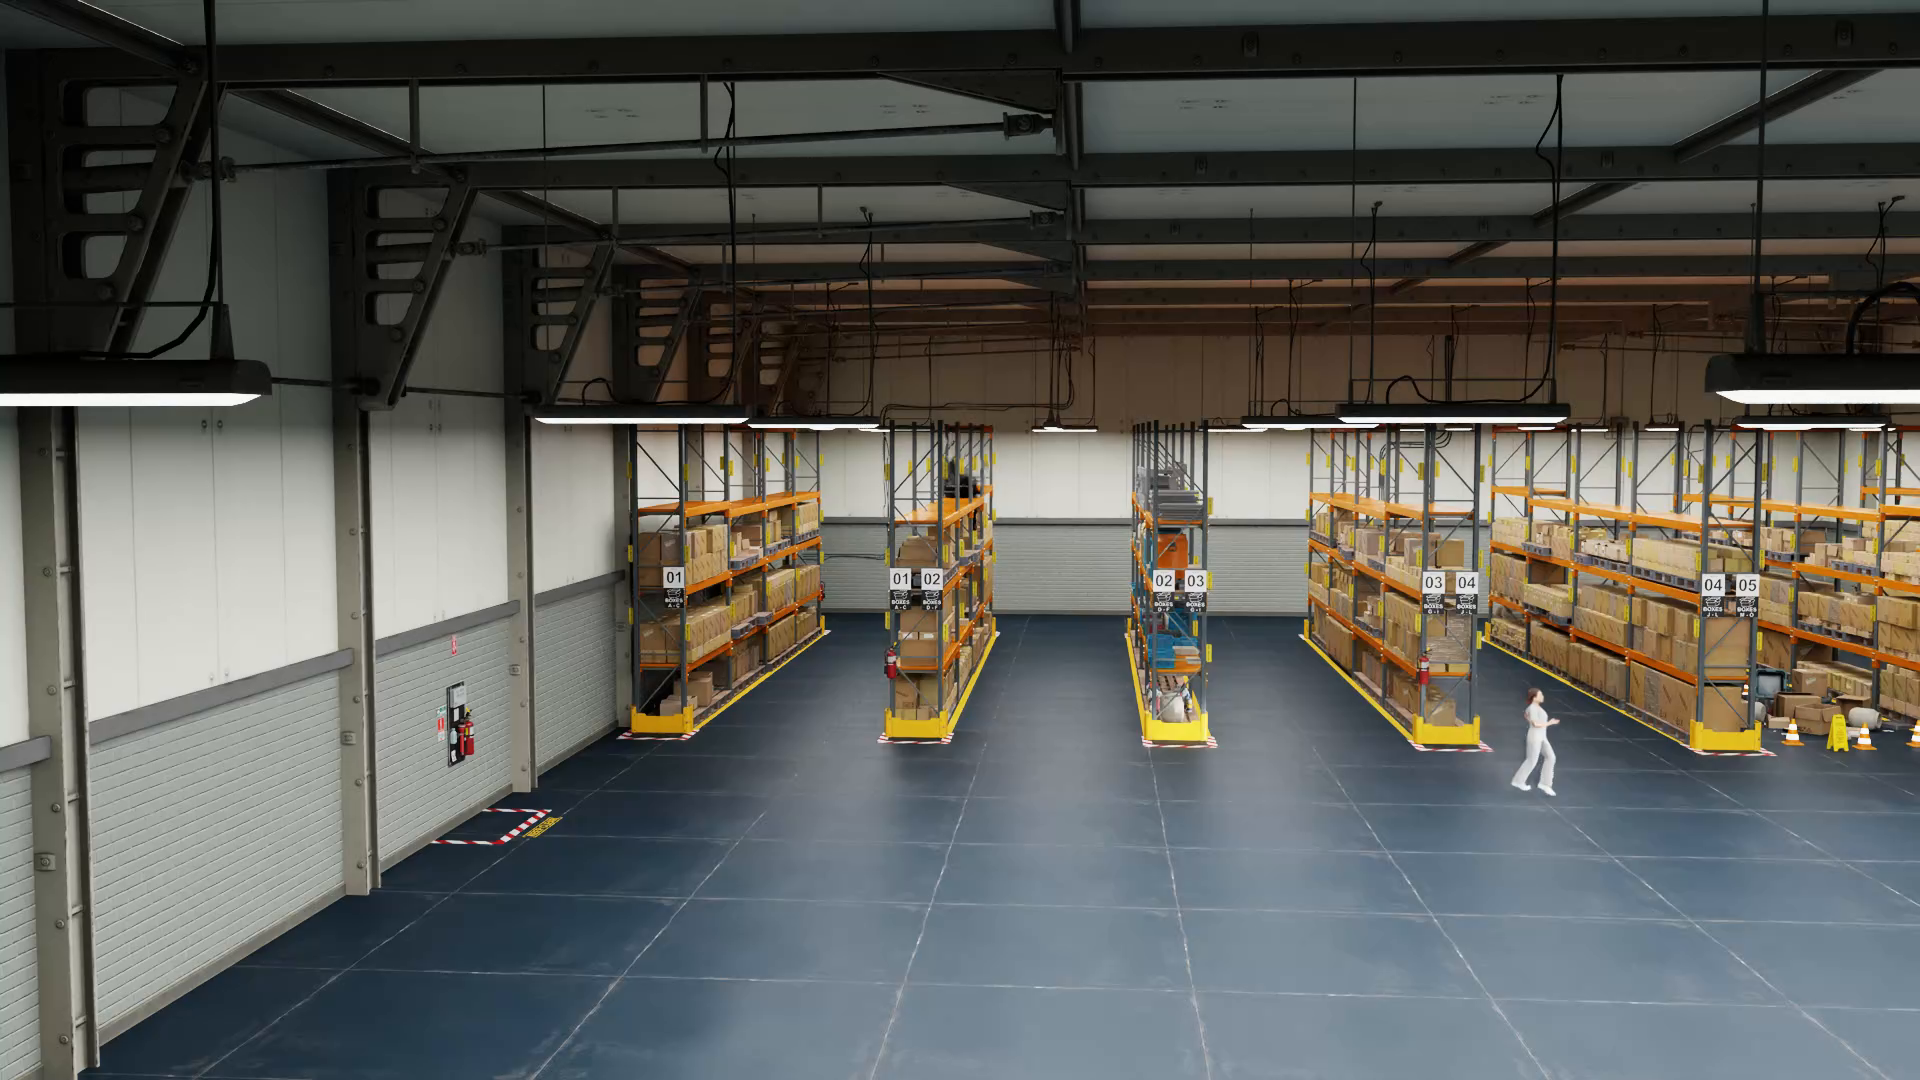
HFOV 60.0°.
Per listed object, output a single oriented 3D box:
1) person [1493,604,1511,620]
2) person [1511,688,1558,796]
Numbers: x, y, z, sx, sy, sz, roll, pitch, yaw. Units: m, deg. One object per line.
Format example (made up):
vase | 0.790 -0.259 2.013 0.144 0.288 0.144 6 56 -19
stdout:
person | 15.479 1.892 47.292 0.643 1.737 0.639 0 4 -6
person | 9.159 3.257 26.461 0.716 1.626 0.547 2 4 32
